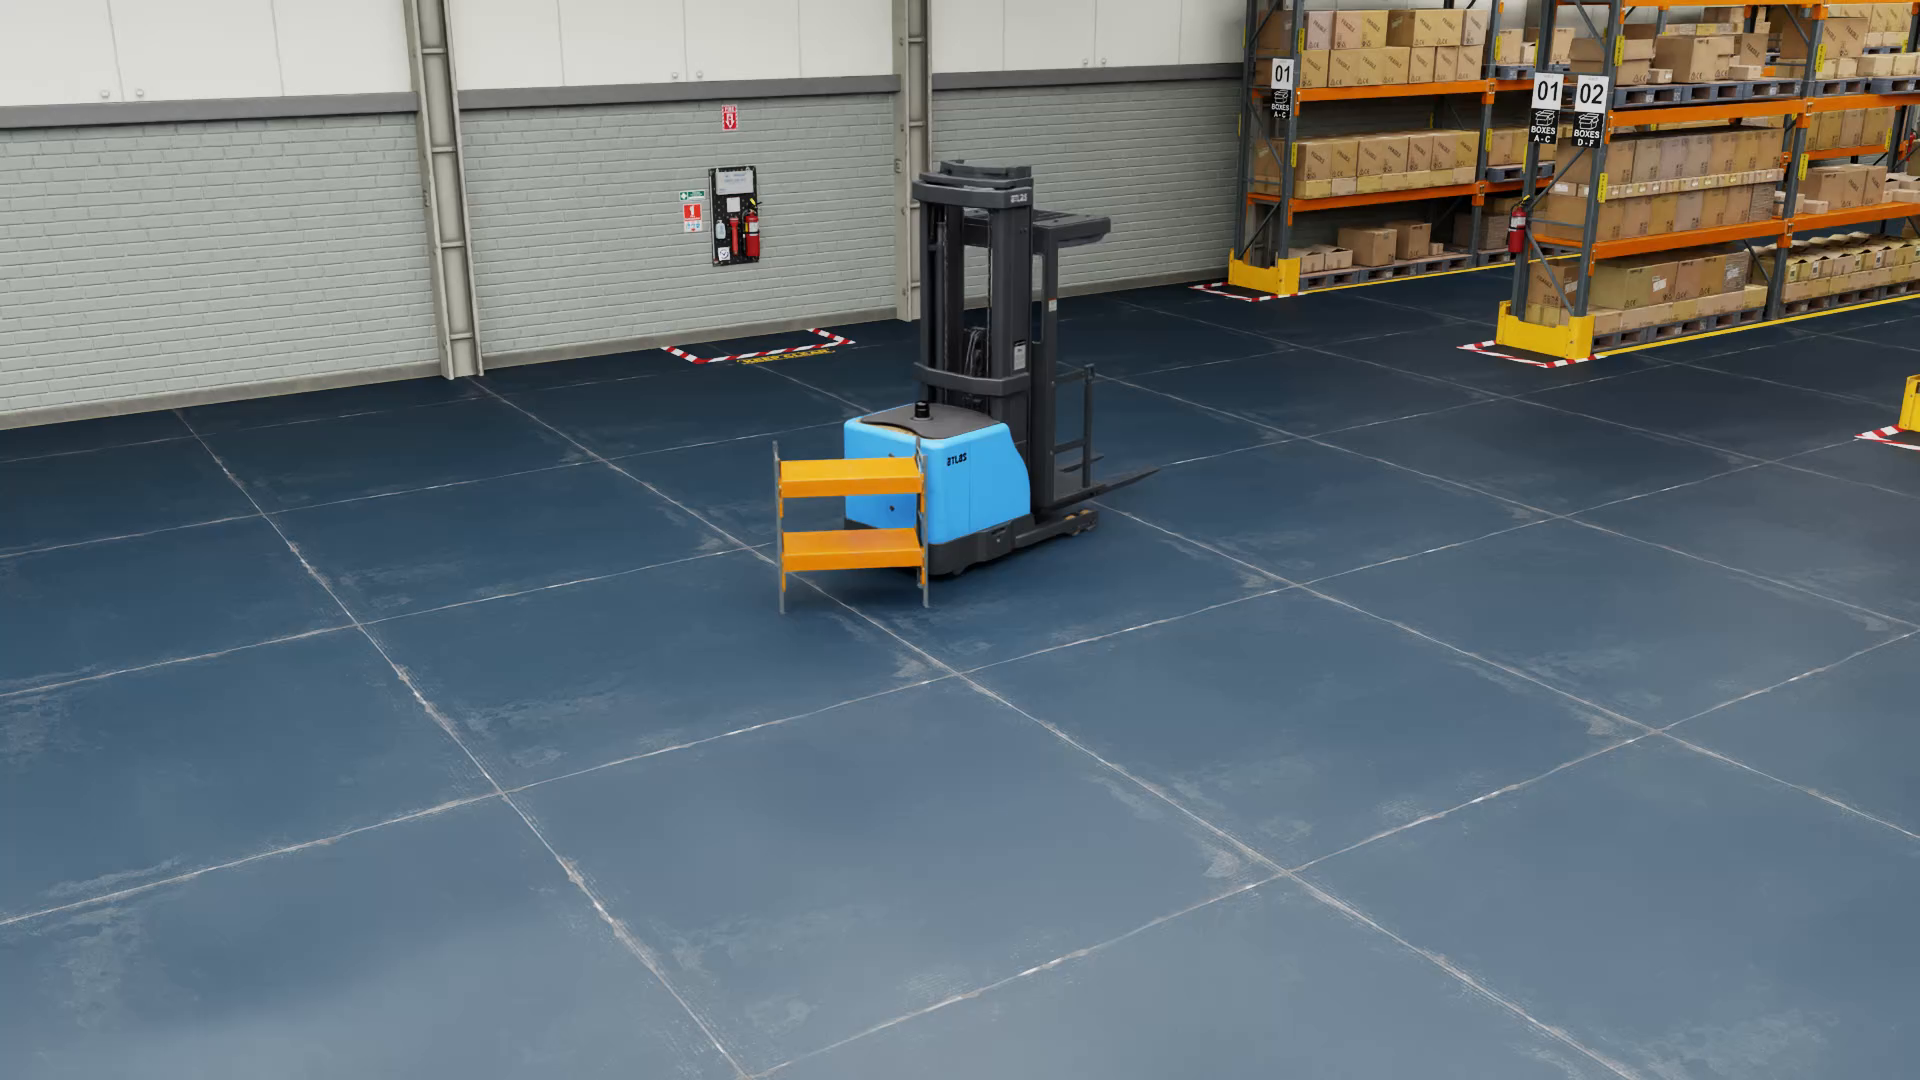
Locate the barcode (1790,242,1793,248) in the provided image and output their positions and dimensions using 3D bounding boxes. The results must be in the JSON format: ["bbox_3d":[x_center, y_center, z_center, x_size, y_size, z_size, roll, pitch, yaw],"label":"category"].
[{"bbox_3d":[10.812,-3.836,21.625,0.075,0.075,0.001,-12,22,-31],"label":"barcode"}]

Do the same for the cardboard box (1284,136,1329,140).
[{"bbox_3d":[5.004,-5.563,24.047,0.500,0.500,0.500,-12,22,-31],"label":"cardboard box"}]

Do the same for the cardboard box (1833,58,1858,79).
[{"bbox_3d":[11.347,-6.176,21.723,0.500,0.250,0.500,-15,24,-37],"label":"cardboard box"}]

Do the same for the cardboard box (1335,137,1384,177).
[{"bbox_3d":[5.719,-5.514,23.904,0.500,0.500,0.500,-13,22,-33],"label":"cardboard box"}]

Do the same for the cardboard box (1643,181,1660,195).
[{"bbox_3d":[8.116,-4.220,19.873,0.250,0.149,0.380,-12,22,-32],"label":"cardboard box"}]

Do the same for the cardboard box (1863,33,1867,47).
[{"bbox_3d":[15.904,-8.983,29.870,0.500,0.250,0.500,-13,22,-33],"label":"cardboard box"}]

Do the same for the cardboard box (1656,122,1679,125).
[{"bbox_3d":[11.528,-7.021,27.507,0.500,0.250,0.500,-11,22,-30],"label":"cardboard box"}]

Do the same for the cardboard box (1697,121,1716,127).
[{"bbox_3d":[12.387,-6.844,28.153,0.500,0.500,0.500,-12,22,-32],"label":"cardboard box"}]

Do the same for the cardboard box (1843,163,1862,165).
[{"bbox_3d":[17.129,-7.109,31.823,0.250,0.149,0.380,-12,22,-31],"label":"cardboard box"}]

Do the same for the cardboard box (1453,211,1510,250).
[{"bbox_3d":[8.248,-4.906,26.289,0.500,0.500,0.700,-11,22,-30],"label":"cardboard box"}]

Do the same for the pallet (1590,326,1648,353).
[{"bbox_3d":[7.645,-2.544,20.439,1.213,0.211,1.003,-12,22,-31],"label":"pallet"}]

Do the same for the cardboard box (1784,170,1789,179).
[{"bbox_3d":[15.433,-6.751,30.764,0.250,0.149,0.380,-13,22,-33],"label":"cardboard box"}]

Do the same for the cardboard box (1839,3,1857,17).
[{"bbox_3d":[15.499,-9.251,29.493,0.500,0.500,0.500,-12,22,-33],"label":"cardboard box"}]

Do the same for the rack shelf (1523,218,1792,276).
[{"bbox_3d":[8.700,-3.730,20.718,4.000,0.370,1.077,-12,22,-31],"label":"rack shelf"}]

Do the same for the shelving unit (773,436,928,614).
[{"bbox_3d":[-0.778,-0.110,11.814,1.048,1.125,0.538,-2,19,-7],"label":"shelving unit"}]

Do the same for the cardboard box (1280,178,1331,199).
[{"bbox_3d":[4.884,-4.983,23.502,0.500,0.250,0.500,-13,22,-33],"label":"cardboard box"}]

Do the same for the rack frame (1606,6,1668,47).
[{"bbox_3d":[10.983,-9.294,26.686,0.127,3.000,1.000,-12,22,-31],"label":"rack frame"}]

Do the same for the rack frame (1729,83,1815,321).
[{"bbox_3d":[10.370,-4.423,21.645,0.127,3.000,1.000,-12,22,-31],"label":"rack frame"}]

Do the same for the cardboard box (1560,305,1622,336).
[{"bbox_3d":[7.600,-2.650,20.038,0.500,0.250,0.500,-12,22,-31],"label":"cardboard box"}]

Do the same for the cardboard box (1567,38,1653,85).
[{"bbox_3d":[7.512,-5.554,19.271,0.637,0.503,0.797,-10,21,-28],"label":"cardboard box"}]

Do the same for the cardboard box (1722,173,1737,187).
[{"bbox_3d":[9.410,-4.494,20.685,0.250,0.149,0.380,-12,22,-32],"label":"cardboard box"}]

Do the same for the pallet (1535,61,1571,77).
[{"bbox_3d":[9.081,-7.343,25.892,1.003,0.211,1.213,-12,22,-31],"label":"pallet"}]

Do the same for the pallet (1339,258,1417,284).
[{"bbox_3d":[6.081,-4.083,24.992,1.213,0.211,1.003,-12,22,-31],"label":"pallet"}]

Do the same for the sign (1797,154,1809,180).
[{"bbox_3d":[10.677,-4.723,21.055,0.005,0.325,0.100,-12,22,-31],"label":"sign"}]

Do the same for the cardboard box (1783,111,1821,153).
[{"bbox_3d":[14.786,-7.390,29.952,0.700,0.700,0.980,-12,22,-31],"label":"cardboard box"}]

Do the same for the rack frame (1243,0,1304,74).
[{"bbox_3d":[4.302,-7.885,22.518,0.127,3.000,1.000,-12,22,-31],"label":"rack frame"}]

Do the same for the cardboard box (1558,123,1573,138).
[{"bbox_3d":[9.568,-6.397,26.640,0.500,0.500,0.700,-12,22,-31],"label":"cardboard box"}]

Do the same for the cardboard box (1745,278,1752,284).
[{"bbox_3d":[10.557,-3.470,22.464,0.500,0.250,0.500,-12,22,-32],"label":"cardboard box"}]

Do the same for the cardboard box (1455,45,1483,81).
[{"bbox_3d":[7.355,-7.070,24.603,0.500,0.500,0.500,-11,22,-30],"label":"cardboard box"}]

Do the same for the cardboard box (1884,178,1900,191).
[{"bbox_3d":[12.857,-4.980,23.431,0.500,0.311,0.500,-12,22,-32],"label":"cardboard box"}]

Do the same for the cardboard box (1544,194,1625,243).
[{"bbox_3d":[7.426,-3.845,19.778,0.500,0.500,0.700,-12,22,-31],"label":"cardboard box"}]

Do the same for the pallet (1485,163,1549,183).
[{"bbox_3d":[8.361,-5.753,25.876,1.213,0.211,1.003,-12,22,-31],"label":"pallet"}]

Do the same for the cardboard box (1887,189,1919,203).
[{"bbox_3d":[13.112,-4.777,23.082,0.250,0.149,0.380,-12,22,-31],"label":"cardboard box"}]

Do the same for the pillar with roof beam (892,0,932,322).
[{"bbox_3d":[1.767,-6.031,17.035,0.400,9.000,9.100,-12,22,-31],"label":"pillar with roof beam"}]

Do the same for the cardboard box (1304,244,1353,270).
[{"bbox_3d":[5.405,-4.176,24.425,0.500,0.311,0.500,-10,21,-27],"label":"cardboard box"}]

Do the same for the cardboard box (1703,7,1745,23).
[{"bbox_3d":[13.064,-8.968,28.389,0.500,0.250,0.500,-13,22,-33],"label":"cardboard box"}]

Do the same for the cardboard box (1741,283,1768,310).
[{"bbox_3d":[10.103,-3.180,21.604,0.500,0.250,0.500,-12,22,-31],"label":"cardboard box"}]

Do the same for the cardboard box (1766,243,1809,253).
[{"bbox_3d":[11.400,-3.914,22.900,0.500,0.311,0.500,-12,22,-32],"label":"cardboard box"}]

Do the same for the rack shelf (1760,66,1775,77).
[{"bbox_3d":[12.654,-7.885,28.323,4.000,0.370,1.077,-12,22,-31],"label":"rack shelf"}]

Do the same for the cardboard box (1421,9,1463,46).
[{"bbox_3d":[6.919,-7.438,24.132,0.500,0.500,0.500,-11,21,-28],"label":"cardboard box"}]

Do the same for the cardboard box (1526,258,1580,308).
[{"bbox_3d":[7.314,-3.144,20.329,0.500,0.500,0.500,-12,22,-31],"label":"cardboard box"}]

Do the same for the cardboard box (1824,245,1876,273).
[{"bbox_3d":[12.136,-3.863,22.749,0.500,0.311,0.500,-11,22,-30],"label":"cardboard box"}]

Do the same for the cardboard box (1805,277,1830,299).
[{"bbox_3d":[11.271,-3.414,22.298,0.500,0.250,0.500,-11,22,-30],"label":"cardboard box"}]

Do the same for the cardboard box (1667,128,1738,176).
[{"bbox_3d":[9.163,-4.828,20.660,0.500,0.500,0.700,-12,22,-31],"label":"cardboard box"}]

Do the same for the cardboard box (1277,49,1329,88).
[{"bbox_3d":[4.719,-6.513,22.955,0.500,0.500,0.500,-11,22,-30],"label":"cardboard box"}]

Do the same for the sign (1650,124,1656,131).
[{"bbox_3d":[11.290,-6.820,27.049,0.005,0.325,0.100,-12,22,-31],"label":"sign"}]

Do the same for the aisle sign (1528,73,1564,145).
[{"bbox_3d":[6.813,-5.017,19.343,0.004,0.787,0.394,-12,22,-31],"label":"aisle sign"}]

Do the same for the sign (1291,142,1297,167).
[{"bbox_3d":[4.600,-5.308,22.911,0.005,0.325,0.100,-12,22,-31],"label":"sign"}]

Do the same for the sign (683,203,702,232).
[{"bbox_3d":[-3.204,-3.863,19.932,0.234,0.329,0.001,-12,22,-31],"label":"sign"}]

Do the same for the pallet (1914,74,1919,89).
[{"bbox_3d":[13.193,-6.316,22.855,1.003,0.211,1.213,-11,21,-29],"label":"pallet"}]

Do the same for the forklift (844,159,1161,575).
[{"bbox_3d":[0.473,-1.519,13.162,1.130,2.935,3.031,16,25,40],"label":"forklift"}]

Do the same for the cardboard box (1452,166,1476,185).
[{"bbox_3d":[7.414,-5.522,25.097,0.500,0.250,0.500,-12,22,-31],"label":"cardboard box"}]

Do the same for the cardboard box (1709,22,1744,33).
[{"bbox_3d":[13.099,-8.593,28.451,0.500,0.500,0.700,-12,22,-32],"label":"cardboard box"}]

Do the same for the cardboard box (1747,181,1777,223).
[{"bbox_3d":[10.003,-4.391,21.393,0.500,0.500,0.700,-13,22,-33],"label":"cardboard box"}]

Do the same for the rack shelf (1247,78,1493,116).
[{"bbox_3d":[5.972,-6.476,24.155,4.000,0.370,1.077,-12,22,-31],"label":"rack shelf"}]
